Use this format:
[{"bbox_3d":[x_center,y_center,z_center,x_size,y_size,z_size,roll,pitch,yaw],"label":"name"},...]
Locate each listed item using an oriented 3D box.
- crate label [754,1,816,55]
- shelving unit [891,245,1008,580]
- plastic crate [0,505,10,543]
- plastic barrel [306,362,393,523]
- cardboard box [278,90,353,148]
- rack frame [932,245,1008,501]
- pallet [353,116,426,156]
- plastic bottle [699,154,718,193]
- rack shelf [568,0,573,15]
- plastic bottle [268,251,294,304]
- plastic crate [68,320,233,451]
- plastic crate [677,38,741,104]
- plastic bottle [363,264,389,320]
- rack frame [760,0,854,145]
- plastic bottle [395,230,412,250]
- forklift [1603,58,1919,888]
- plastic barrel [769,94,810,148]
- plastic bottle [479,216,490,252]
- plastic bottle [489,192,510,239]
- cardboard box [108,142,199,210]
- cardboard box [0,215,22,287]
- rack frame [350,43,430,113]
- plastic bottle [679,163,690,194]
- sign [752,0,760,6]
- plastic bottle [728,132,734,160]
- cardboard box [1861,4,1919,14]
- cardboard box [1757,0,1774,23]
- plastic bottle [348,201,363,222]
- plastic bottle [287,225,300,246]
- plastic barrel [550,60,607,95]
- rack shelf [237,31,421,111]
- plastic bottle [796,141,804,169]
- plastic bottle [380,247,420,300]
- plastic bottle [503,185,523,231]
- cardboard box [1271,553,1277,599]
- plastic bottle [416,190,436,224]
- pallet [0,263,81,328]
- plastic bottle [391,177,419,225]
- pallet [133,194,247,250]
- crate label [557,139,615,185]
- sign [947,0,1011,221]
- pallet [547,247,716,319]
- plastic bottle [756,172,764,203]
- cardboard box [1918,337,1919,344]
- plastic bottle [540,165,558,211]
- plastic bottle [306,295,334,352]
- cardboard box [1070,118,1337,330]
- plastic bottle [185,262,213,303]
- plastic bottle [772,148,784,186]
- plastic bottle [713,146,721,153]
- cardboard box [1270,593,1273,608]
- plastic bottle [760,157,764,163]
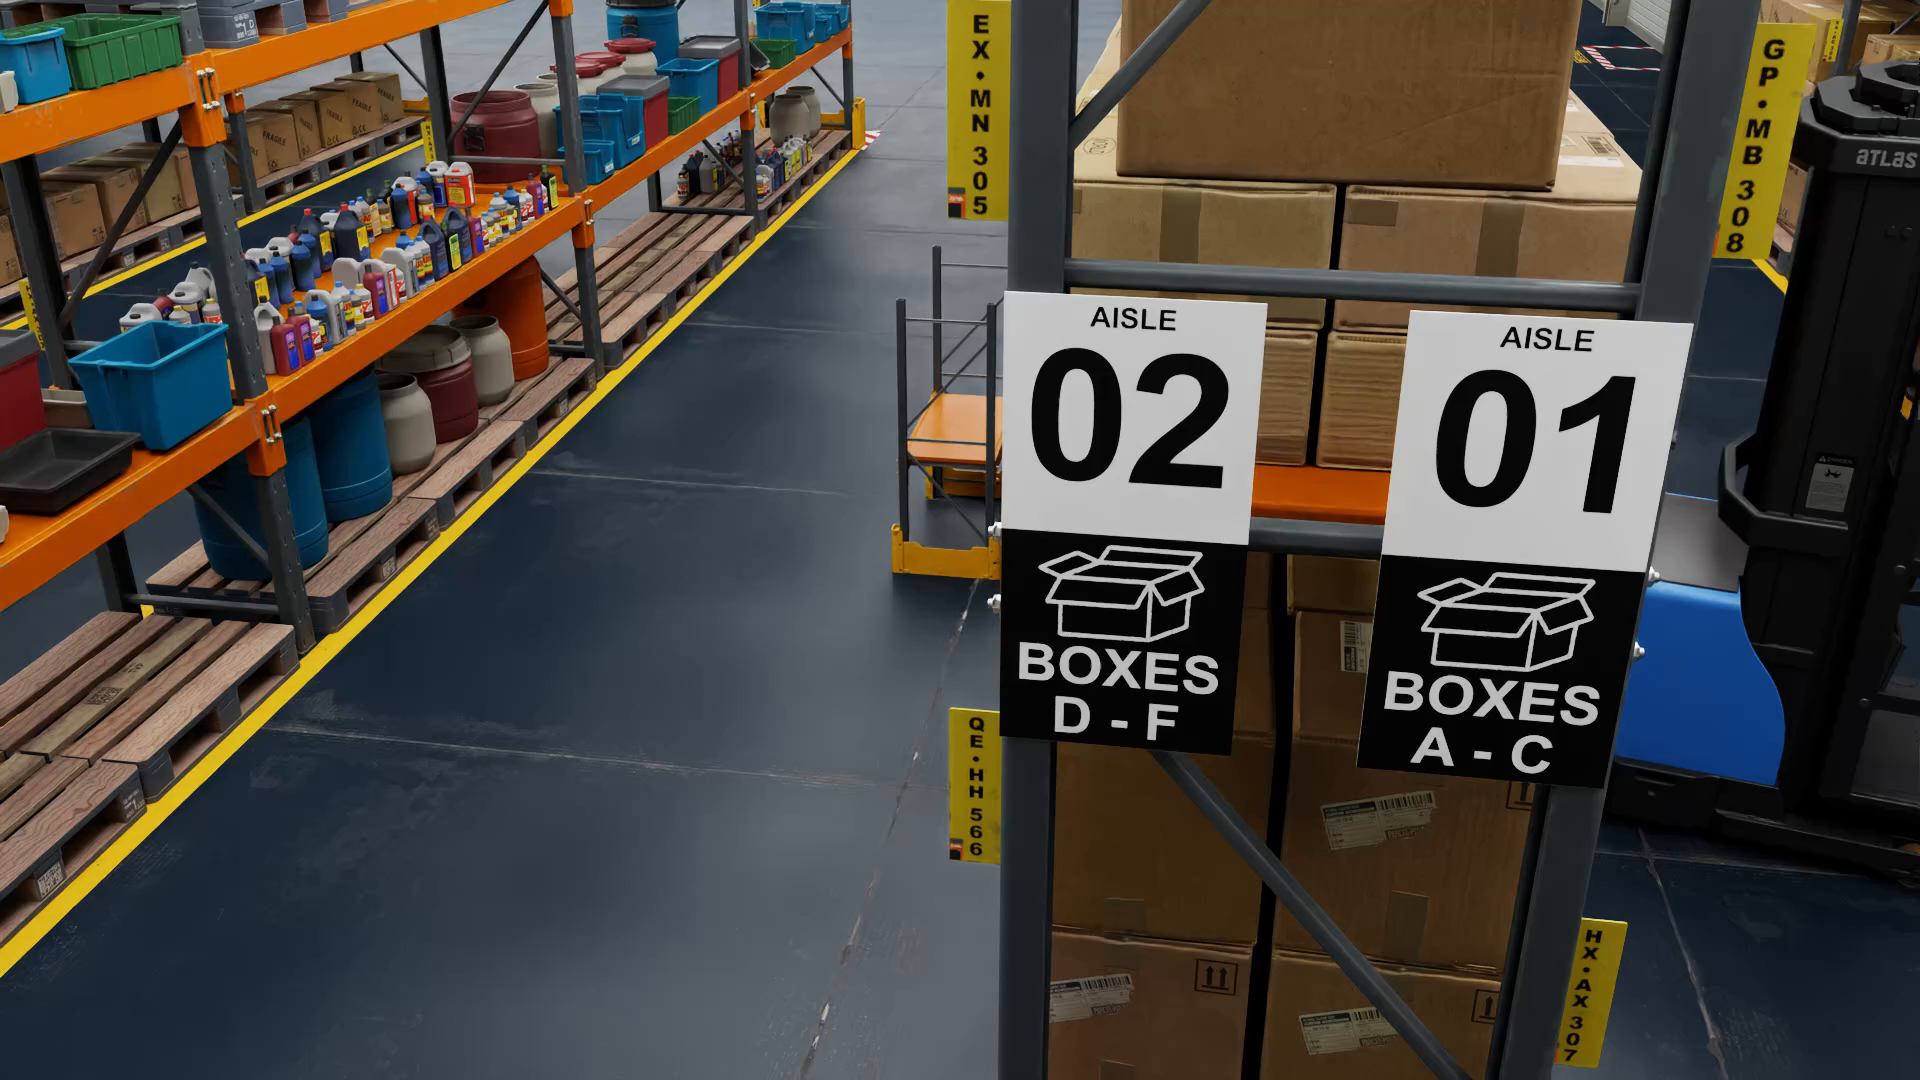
[{"bbox_3d":[-1.730,-5.101,16.567,0.502,0.435,0.616,4,25,9],"label":"crate label"},{"bbox_3d":[0.012,-0.711,9.000,0.587,1.500,1.083,4,25,9],"label":"shelving unit"},{"bbox_3d":[-3.646,-0.013,5.980,0.293,0.136,0.466,4,25,9],"label":"plastic crate"},{"bbox_3d":[-3.436,-0.617,9.009,0.600,0.901,0.708,4,25,9],"label":"plastic barrel"},{"bbox_3d":[-6.886,-4.502,17.782,0.500,0.500,0.500,6,26,13],"label":"cardboard box"},{"bbox_3d":[0.097,-0.928,9.462,0.500,1.500,0.032,4,25,9],"label":"rack frame"},{"bbox_3d":[-6.763,-4.584,18.795,1.003,0.211,1.213,4,25,9],"label":"pallet"},{"bbox_3d":[-2.387,-3.479,15.750,0.144,0.351,0.185,4,25,9],"label":"plastic bottle"},{"bbox_3d":[-2.677,-4.397,12.415,1.077,0.370,4.000,4,25,9],"label":"rack shelf"},{"bbox_3d":[-3.622,-1.402,8.860,0.097,0.271,0.097,0,25,0],"label":"plastic bottle"},{"bbox_3d":[-3.397,-0.655,7.060,0.392,0.384,0.575,4,25,9],"label":"plastic crate"},{"bbox_3d":[-2.127,-4.006,14.194,0.402,0.464,0.583,4,25,9],"label":"plastic crate"},{"bbox_3d":[-3.032,-1.297,8.620,0.061,0.283,0.133,4,25,9],"label":"plastic bottle"},{"bbox_3d":[-1.696,-5.873,18.259,1.000,3.000,0.127,4,25,9],"label":"rack frame"},{"bbox_3d":[-3.081,-1.586,9.251,0.097,0.271,0.097,0,25,0],"label":"plastic bottle"},{"bbox_3d":[3.781,-0.215,6.252,3.031,2.935,1.130,10,27,20],"label":"forklift"},{"bbox_3d":[-1.811,-4.446,17.650,0.421,0.512,0.421,0,25,0],"label":"plastic barrel"},{"bbox_3d":[-2.835,-1.810,9.813,0.097,0.201,0.097,0,25,0],"label":"plastic bottle"},{"bbox_3d":[-2.787,-1.964,10.059,0.097,0.271,0.097,0,25,0],"label":"plastic bottle"},{"bbox_3d":[-7.358,-3.355,15.309,0.700,0.500,0.500,2,25,4],"label":"cardboard box"},{"bbox_3d":[-7.801,-2.219,12.882,0.700,0.500,0.500,3,25,6],"label":"cardboard box"},{"bbox_3d":[-6.583,-6.216,18.992,1.000,3.000,0.127,4,25,9],"label":"rack frame"},{"bbox_3d":[-2.597,-3.393,15.646,0.061,0.283,0.133,5,26,11],"label":"plastic bottle"},{"bbox_3d":[-2.239,-6.039,18.286,0.100,0.325,0.005,4,25,9],"label":"sign"},{"bbox_3d":[-2.355,-4.012,16.968,0.061,0.283,0.133,4,25,9],"label":"plastic bottle"},{"bbox_3d":[7.795,-4.193,13.938,0.500,0.500,0.500,4,25,8],"label":"cardboard box"},{"bbox_3d":[7.449,-4.650,14.915,0.500,0.500,0.500,5,26,10],"label":"cardboard box"},{"bbox_3d":[-3.591,-1.877,9.874,0.097,0.271,0.097,0,25,0],"label":"plastic bottle"},{"bbox_3d":[-3.717,-1.606,9.280,0.061,0.283,0.133,4,25,9],"label":"plastic bottle"},{"bbox_3d":[-2.914,-3.389,12.792,0.433,0.535,0.433,0,25,0],"label":"plastic barrel"},{"bbox_3d":[-6.910,-5.054,17.358,1.077,0.370,4.000,4,25,9],"label":"rack shelf"},{"bbox_3d":[-1.655,-3.879,16.692,0.152,0.276,0.135,3,25,7],"label":"plastic bottle"},{"bbox_3d":[-3.017,-1.450,8.955,0.152,0.276,0.135,4,25,9],"label":"plastic bottle"},{"bbox_3d":[-2.756,-2.045,10.233,0.097,0.271,0.097,0,25,0],"label":"plastic bottle"},{"bbox_3d":[1.154,-0.143,4.719,0.500,0.500,0.500,4,25,8],"label":"cardboard box"},{"bbox_3d":[-3.343,-2.084,10.399,0.097,0.201,0.097,0,25,0],"label":"plastic bottle"},{"bbox_3d":[-7.761,-1.934,13.133,1.003,0.211,1.213,4,25,9],"label":"pallet"},{"bbox_3d":[-3.469,-2.119,10.385,0.152,0.276,0.135,4,25,9],"label":"plastic bottle"},{"bbox_3d":[-7.362,-2.955,15.314,1.003,0.211,1.213,4,25,9],"label":"pallet"},{"bbox_3d":[-2.565,-2.602,11.468,0.303,0.233,0.416,4,25,9],"label":"crate label"},{"bbox_3d":[0.031,-0.643,2.503,0.100,0.325,0.005,4,25,9],"label":"sign"},{"bbox_3d":[-2.637,-2.094,13.476,1.003,0.211,1.213,4,25,9],"label":"pallet"},{"bbox_3d":[-1.866,-3.267,15.390,0.097,0.271,0.097,0,25,0],"label":"plastic bottle"},{"bbox_3d":[7.088,-1.630,11.624,0.700,0.500,0.500,4,25,8],"label":"cardboard box"},{"bbox_3d":[-2.649,-2.276,10.711,0.061,0.283,0.133,4,25,9],"label":"plastic bottle"},{"bbox_3d":[-3.138,-1.066,8.141,0.097,0.271,0.097,0,25,0],"label":"plastic bottle"},{"bbox_3d":[0.407,-0.586,3.013,0.500,0.250,0.500,4,25,9],"label":"cardboard box"},{"bbox_3d":[-3.830,-1.239,8.417,0.144,0.351,0.185,4,25,9],"label":"plastic bottle"},{"bbox_3d":[-1.778,-3.588,15.982,0.144,0.351,0.185,3,25,6],"label":"plastic bottle"},{"bbox_3d":[-2.415,-3.738,16.392,0.152,0.276,0.135,4,25,9],"label":"plastic bottle"},{"bbox_3d":[1.155,0.316,4.919,0.500,0.500,0.500,4,25,9],"label":"cardboard box"},{"bbox_3d":[-1.904,-3.542,15.978,0.097,0.271,0.097,0,25,0],"label":"plastic bottle"}]
